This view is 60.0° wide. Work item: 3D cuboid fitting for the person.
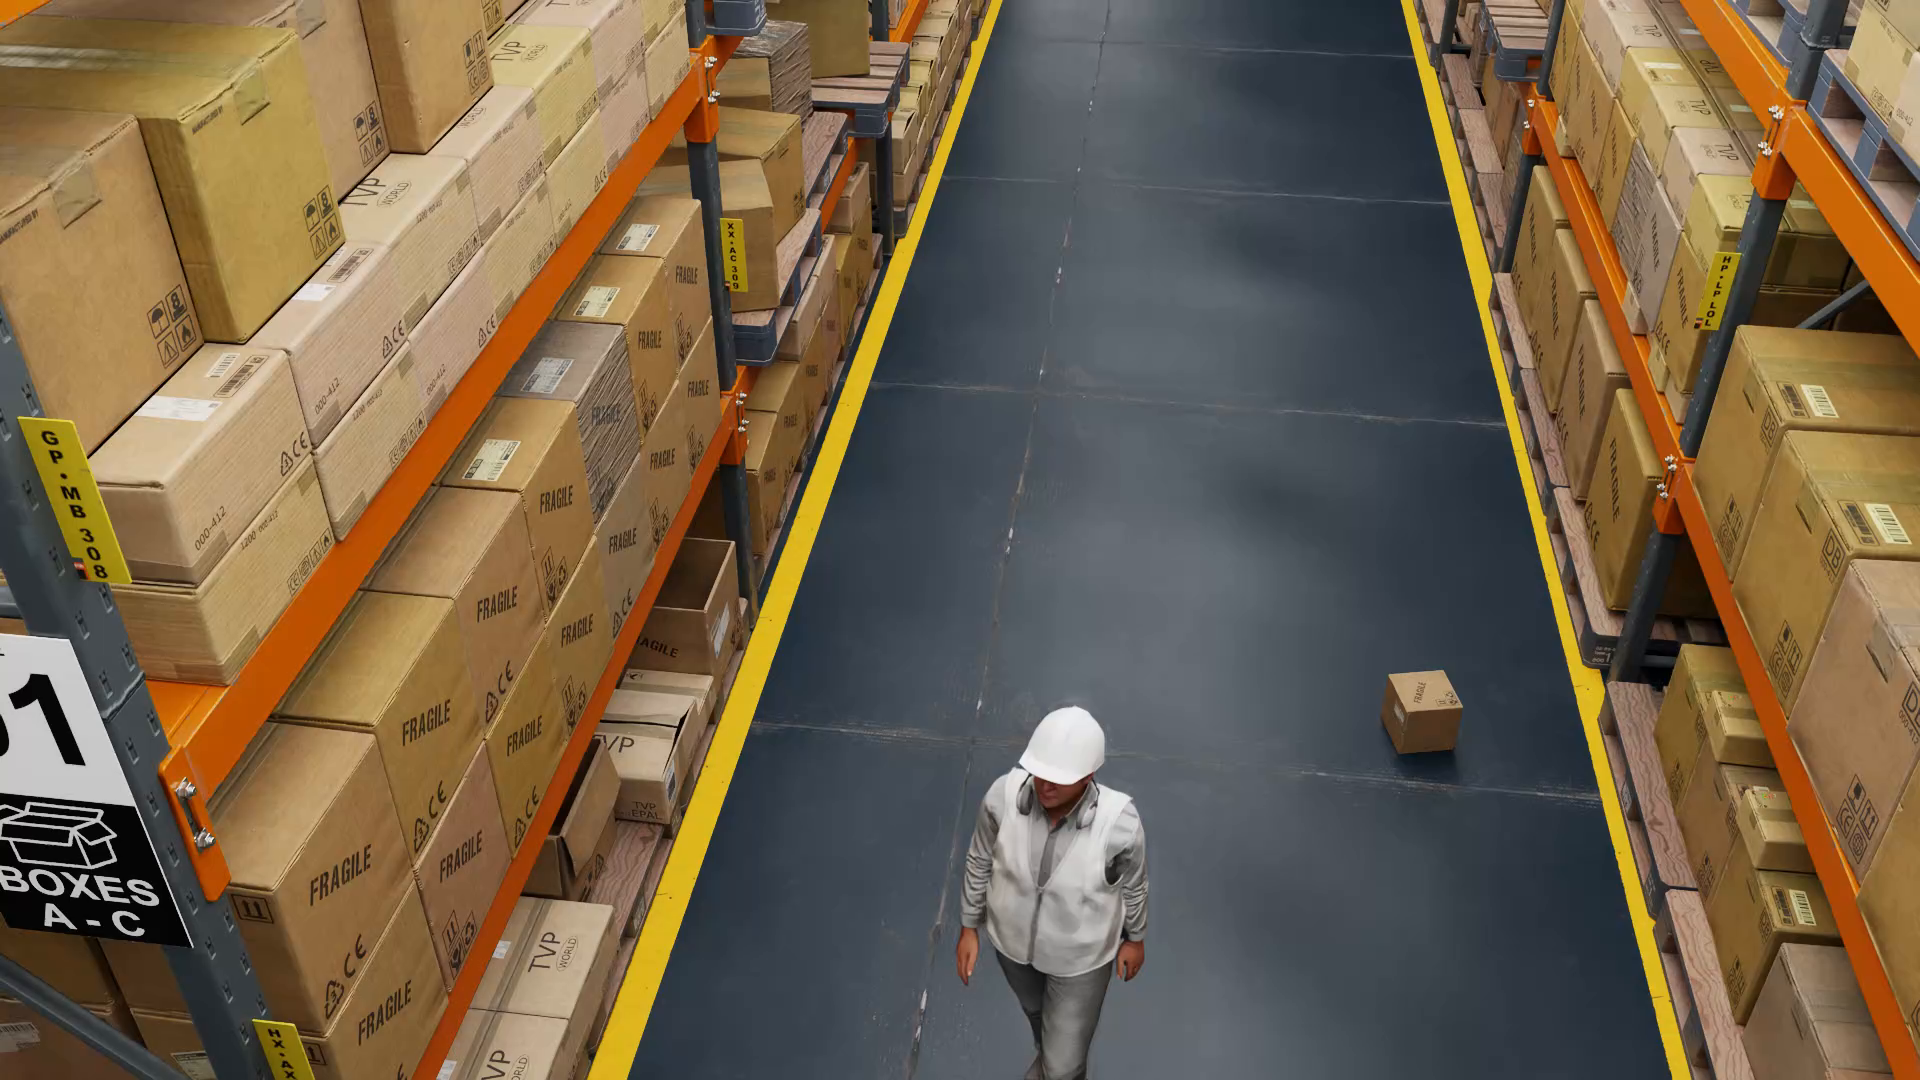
[{"bbox_3d":[0.268,1.293,5.256,0.571,1.831,0.667,15,39,20],"label":"person"}]
